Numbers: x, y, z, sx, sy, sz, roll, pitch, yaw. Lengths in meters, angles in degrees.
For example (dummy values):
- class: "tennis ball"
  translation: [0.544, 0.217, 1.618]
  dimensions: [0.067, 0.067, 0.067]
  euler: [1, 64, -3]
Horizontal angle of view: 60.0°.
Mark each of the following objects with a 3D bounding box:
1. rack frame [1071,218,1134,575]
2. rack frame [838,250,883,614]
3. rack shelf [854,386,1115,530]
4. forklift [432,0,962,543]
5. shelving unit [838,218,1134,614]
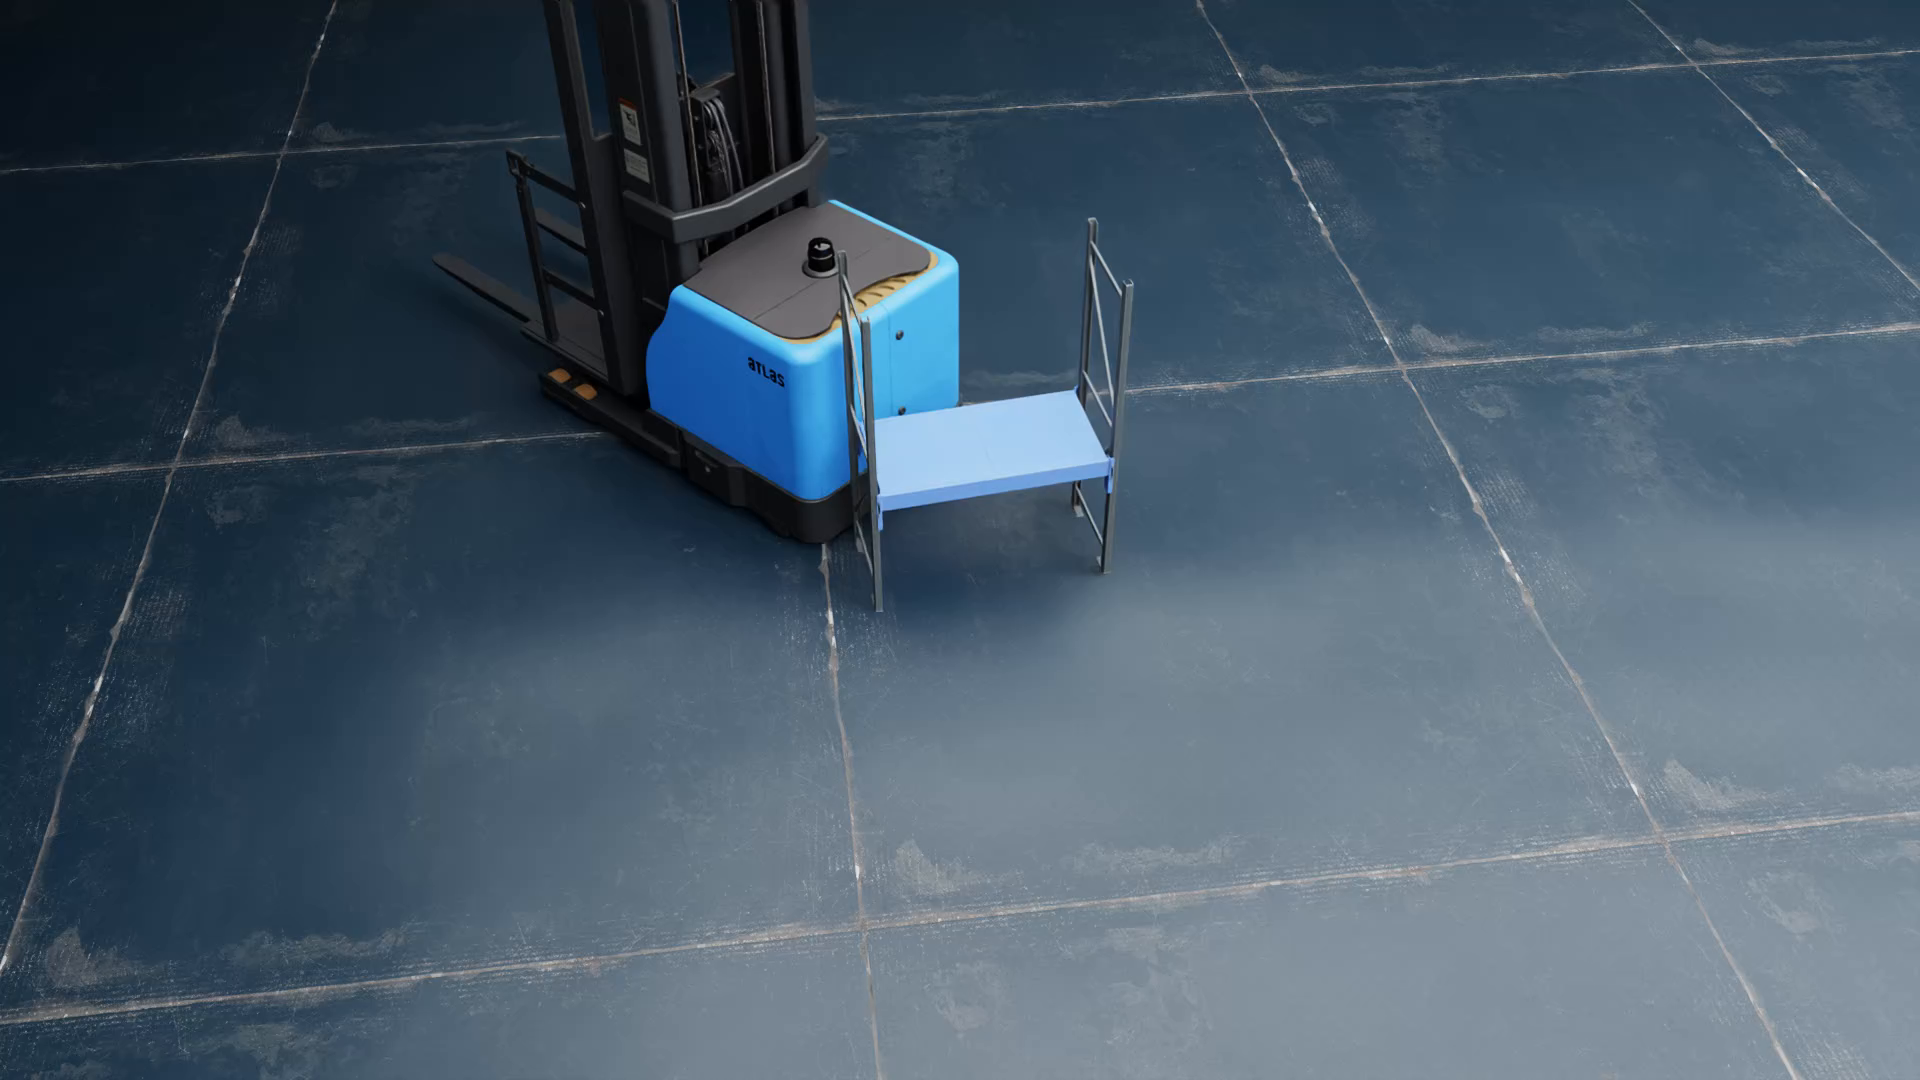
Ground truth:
- class: "rack frame"
  translation: [0.584, -0.568, 6.975]
  dimensions: [0.032, 1.500, 0.500]
  euler: [-9, 43, -10]
- class: "rack frame"
  translation: [-0.403, -0.407, 6.797]
  dimensions: [0.032, 1.500, 0.500]
  euler: [-9, 43, -10]
- class: "rack shelf"
  translation: [0.091, -0.354, 7.006]
  dimensions: [1.000, 0.185, 0.538]
  euler: [-9, 43, -10]
- class: "forklift"
  translation: [-1.433, -1.921, 7.406]
  dimensions: [3.031, 2.935, 1.130]
  euler: [30, 50, 29]
- class: "shelving unit"
  translation: [0.091, -0.488, 6.886]
  dimensions: [1.048, 1.500, 0.538]
  euler: [-9, 43, -10]
